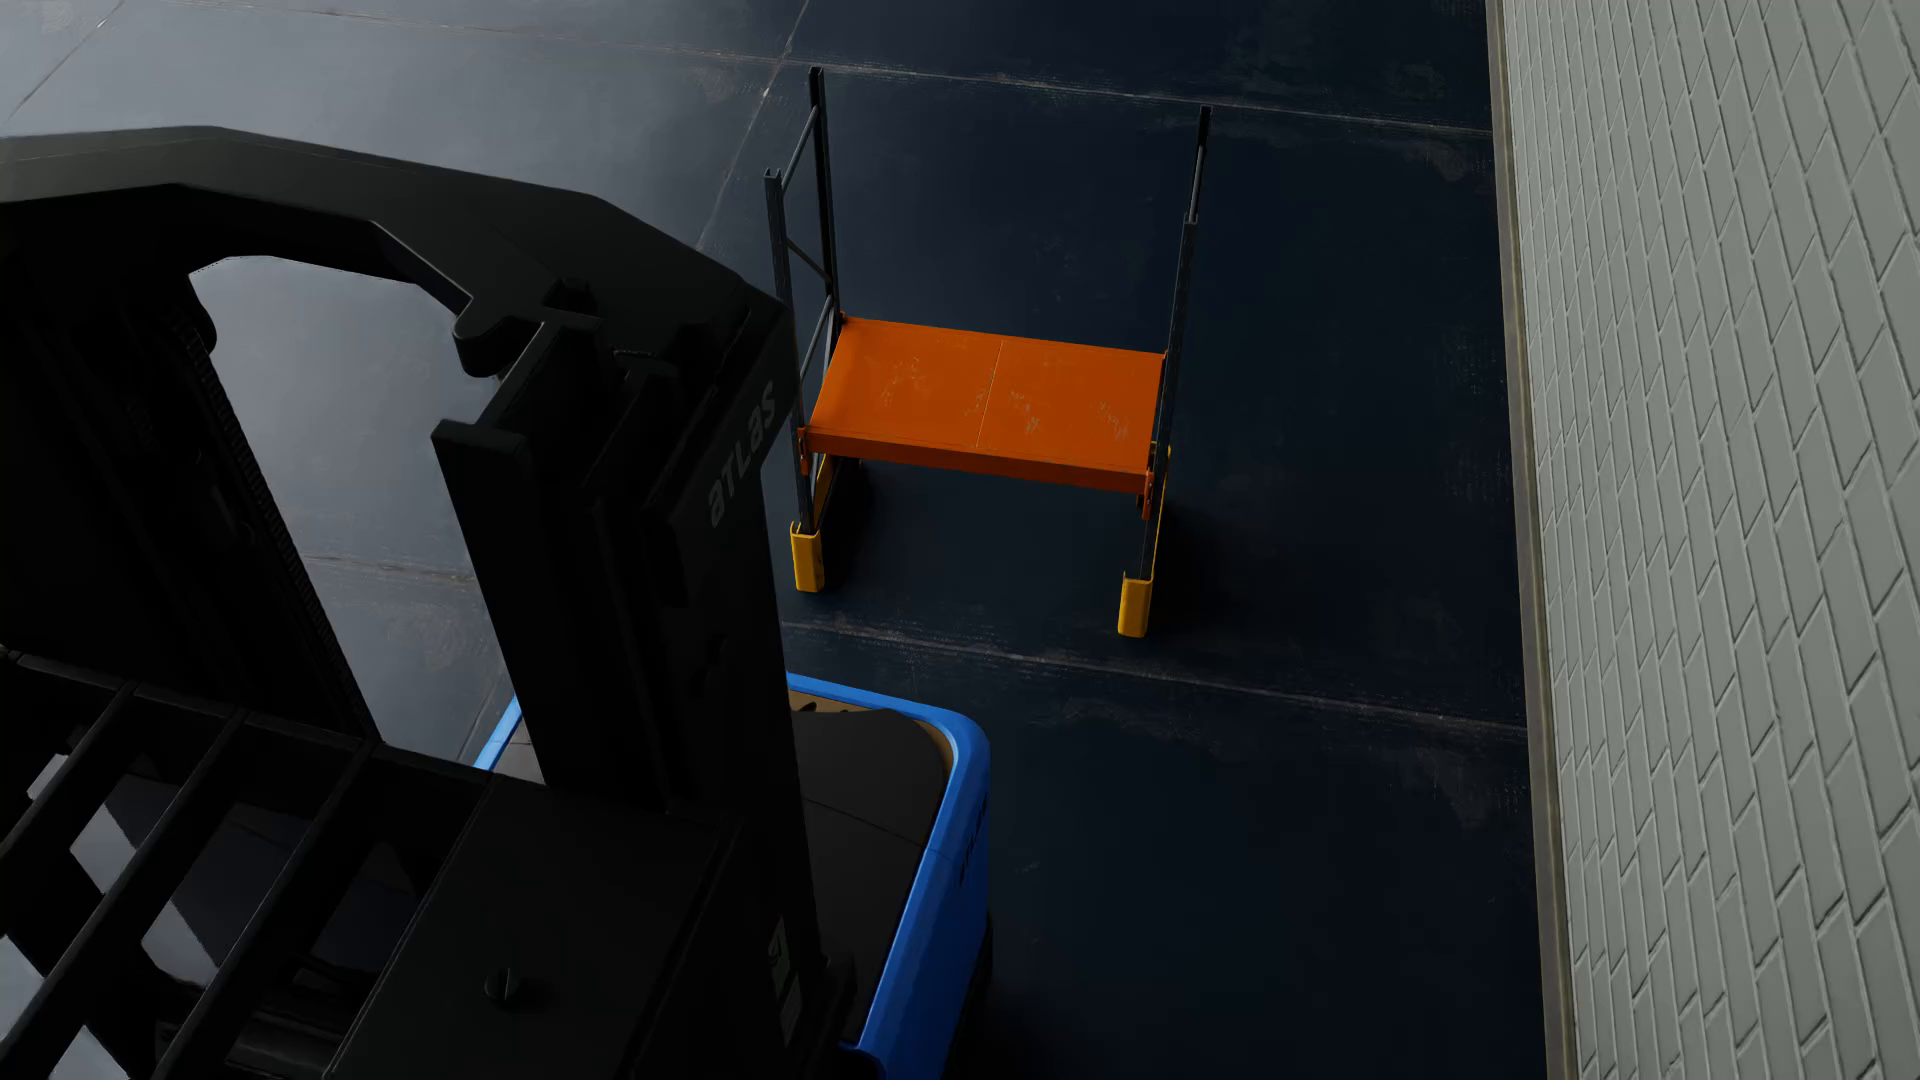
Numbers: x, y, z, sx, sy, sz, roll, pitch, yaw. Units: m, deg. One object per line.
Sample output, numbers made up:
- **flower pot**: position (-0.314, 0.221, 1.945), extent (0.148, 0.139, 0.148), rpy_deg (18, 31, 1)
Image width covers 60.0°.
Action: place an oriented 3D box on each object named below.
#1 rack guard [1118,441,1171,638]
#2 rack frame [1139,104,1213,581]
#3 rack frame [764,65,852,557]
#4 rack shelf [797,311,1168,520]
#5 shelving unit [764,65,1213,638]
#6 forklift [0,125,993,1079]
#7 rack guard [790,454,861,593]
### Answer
- **rack guard**: position (0.565, -0.008, 5.089), extent (0.087, 0.250, 0.587), rpy_deg (8, 49, 7)
- **rack frame**: position (0.584, -0.423, 4.622), extent (0.032, 1.500, 0.500), rpy_deg (8, 49, 7)
- **rack frame**: position (-0.416, -0.557, 4.742), extent (0.032, 1.500, 0.500), rpy_deg (8, 49, 7)
- **rack shelf**: position (0.084, -0.370, 4.816), extent (1.000, 0.185, 0.538), rpy_deg (8, 49, 7)
- **shelving unit**: position (0.075, -0.491, 4.683), extent (1.083, 1.500, 0.587), rpy_deg (8, 49, 7)
- **forklift**: position (-0.819, 1.068, 2.320), extent (1.130, 2.935, 3.031), rpy_deg (12, 49, 11)
- **rack guard**: position (-0.415, -0.139, 5.207), extent (0.087, 0.250, 0.587), rpy_deg (8, 49, 7)
